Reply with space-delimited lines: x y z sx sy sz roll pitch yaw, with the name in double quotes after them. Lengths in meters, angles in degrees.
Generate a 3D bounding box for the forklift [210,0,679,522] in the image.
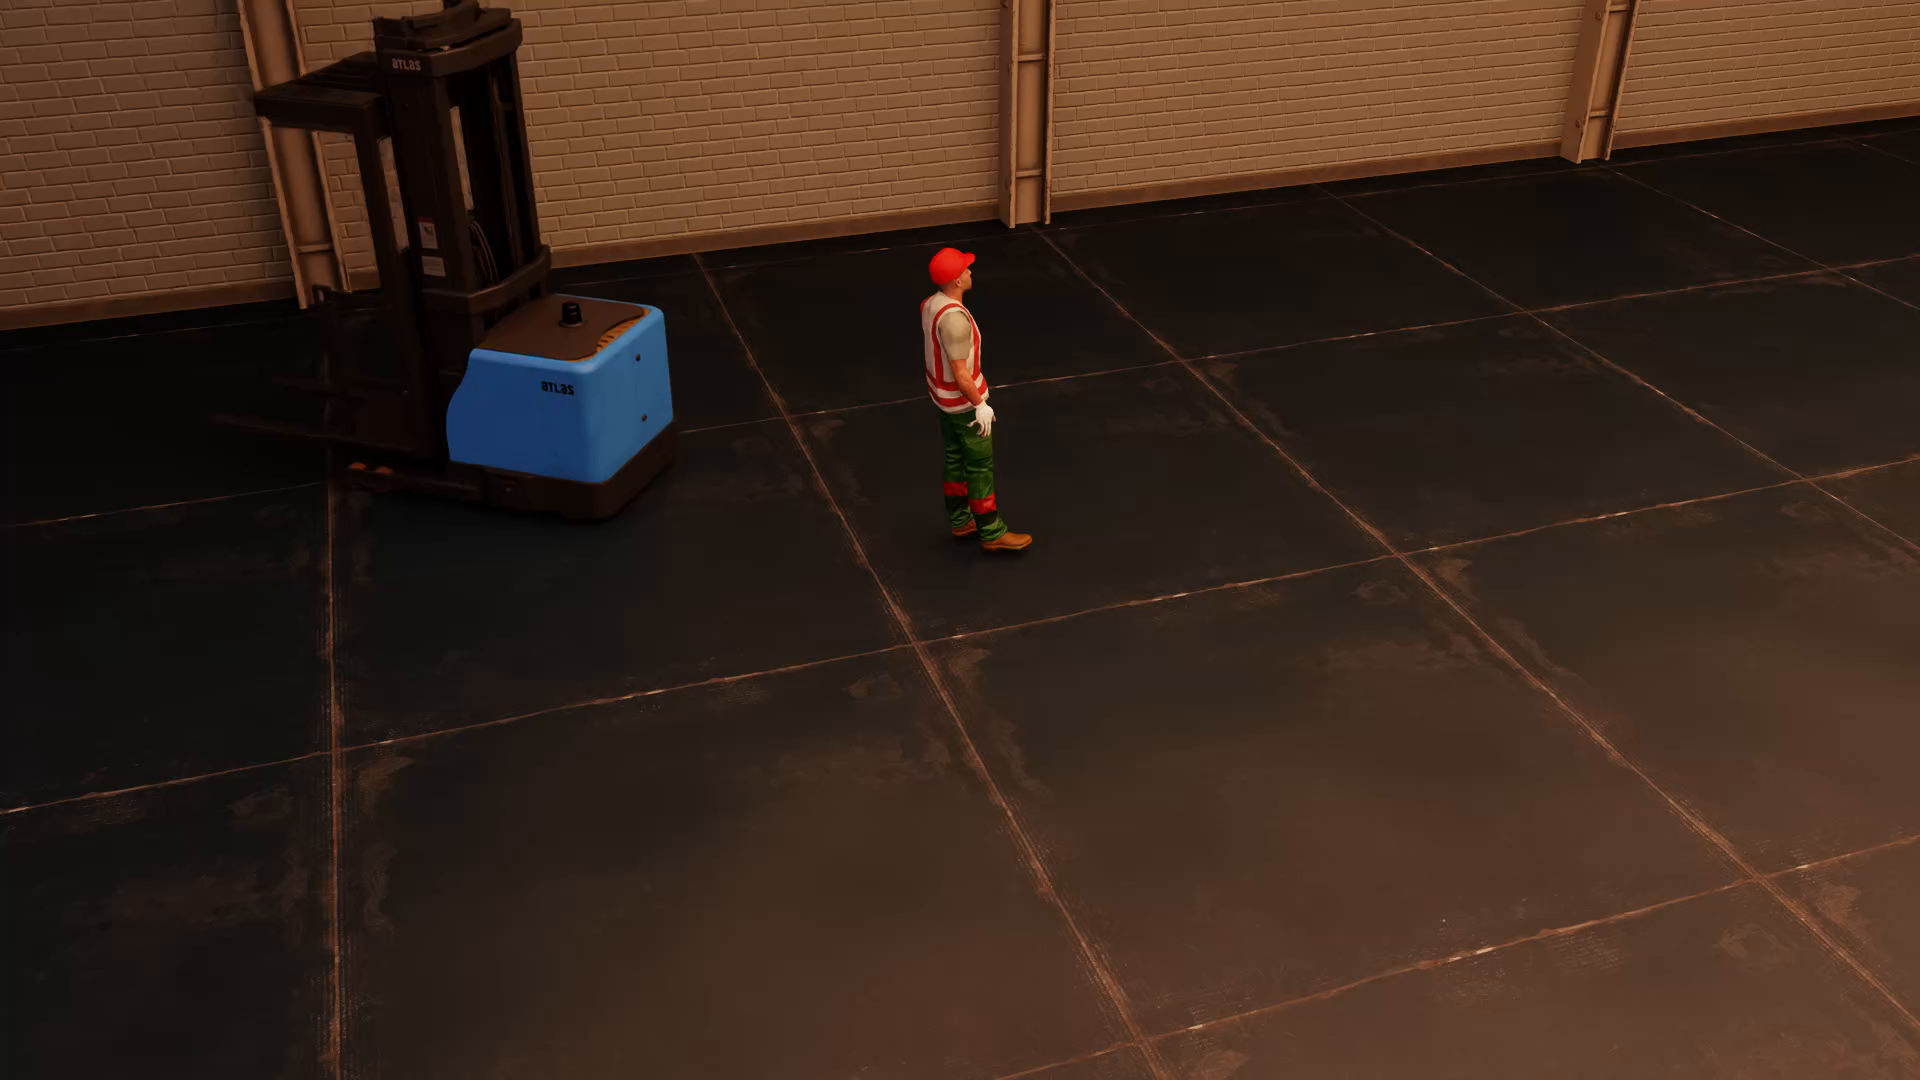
-3.414 -1.804 10.223 3.031 2.935 1.130 9 31 16 "forklift"

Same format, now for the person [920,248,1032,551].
0.079 -0.823 9.568 0.564 1.786 0.638 -10 31 -16 "person"
